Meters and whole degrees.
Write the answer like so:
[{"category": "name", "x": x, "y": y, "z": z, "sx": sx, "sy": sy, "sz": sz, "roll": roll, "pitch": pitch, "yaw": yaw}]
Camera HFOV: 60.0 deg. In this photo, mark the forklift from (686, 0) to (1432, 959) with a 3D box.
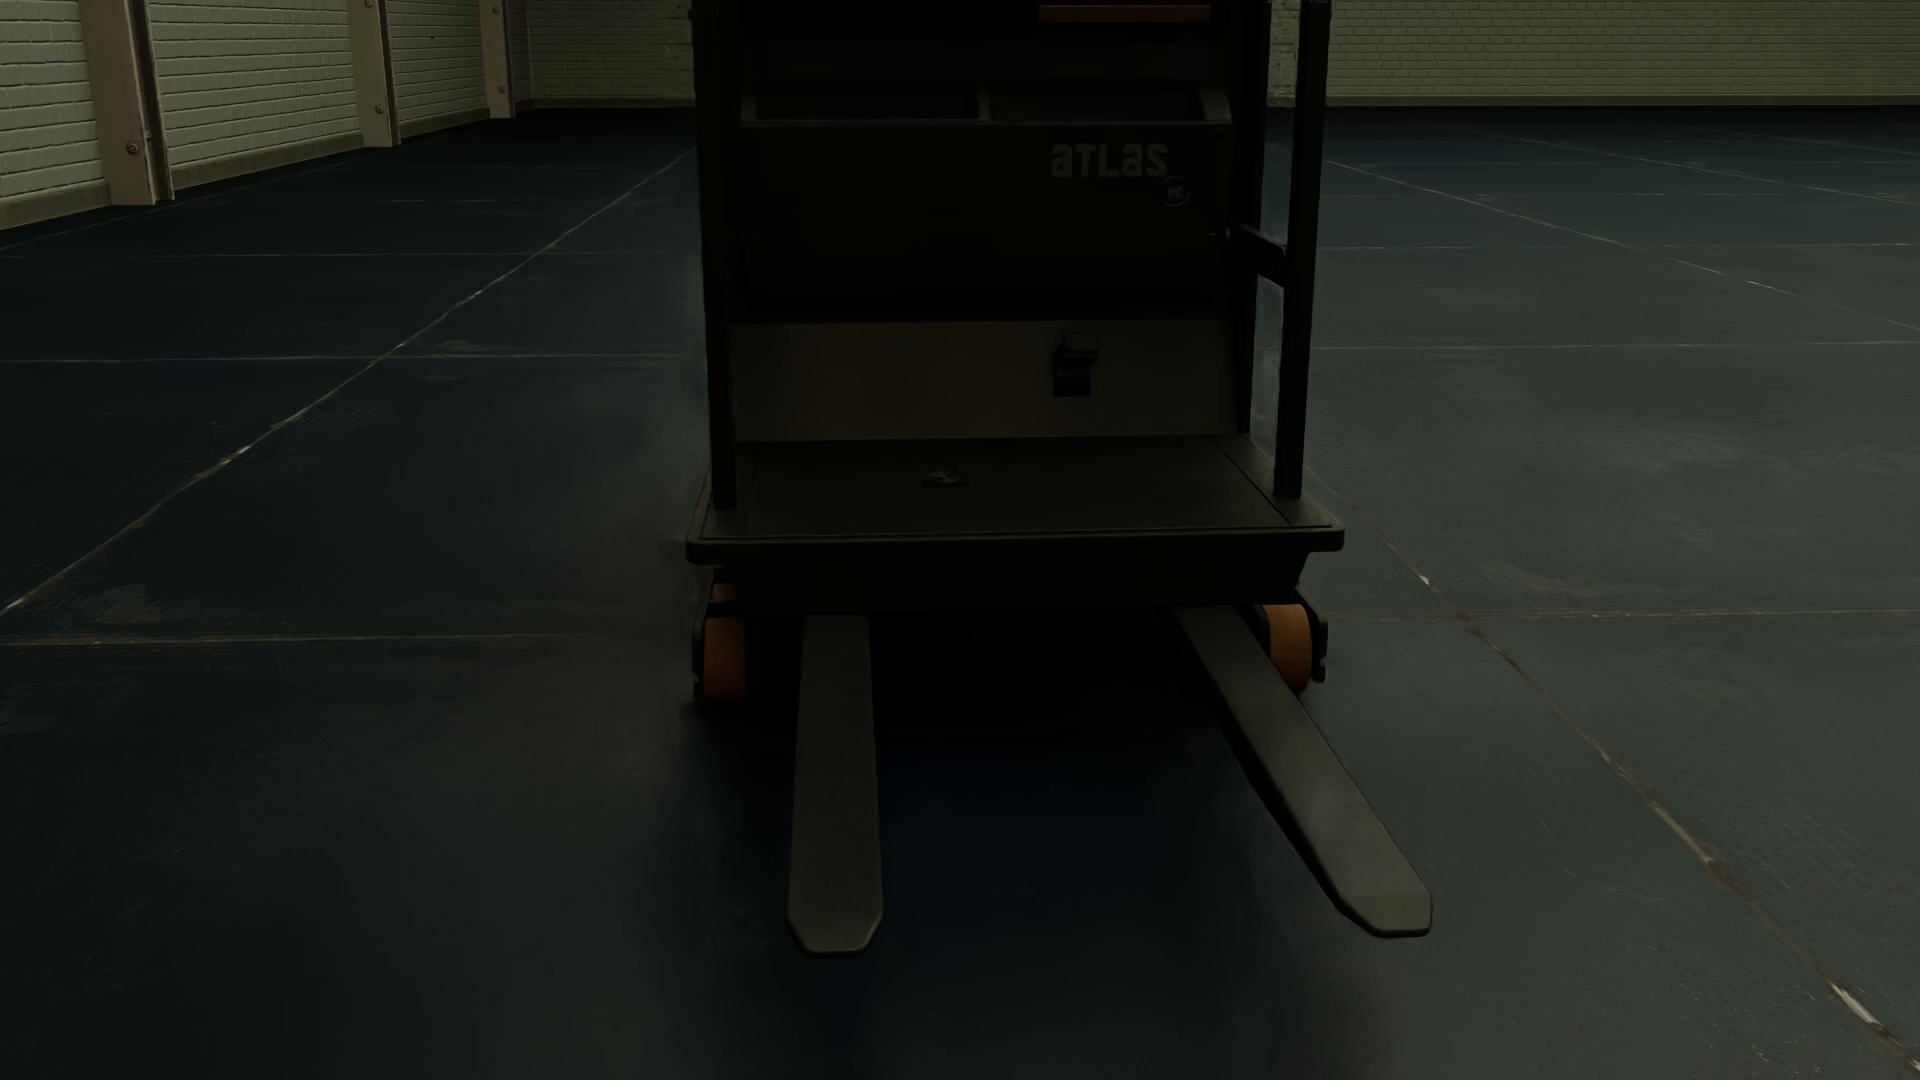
[{"category": "forklift", "x": 0.066, "y": -1.203, "z": 2.842, "sx": 1.130, "sy": 2.935, "sz": 3.031, "roll": -1, "pitch": 17, "yaw": -4}]
